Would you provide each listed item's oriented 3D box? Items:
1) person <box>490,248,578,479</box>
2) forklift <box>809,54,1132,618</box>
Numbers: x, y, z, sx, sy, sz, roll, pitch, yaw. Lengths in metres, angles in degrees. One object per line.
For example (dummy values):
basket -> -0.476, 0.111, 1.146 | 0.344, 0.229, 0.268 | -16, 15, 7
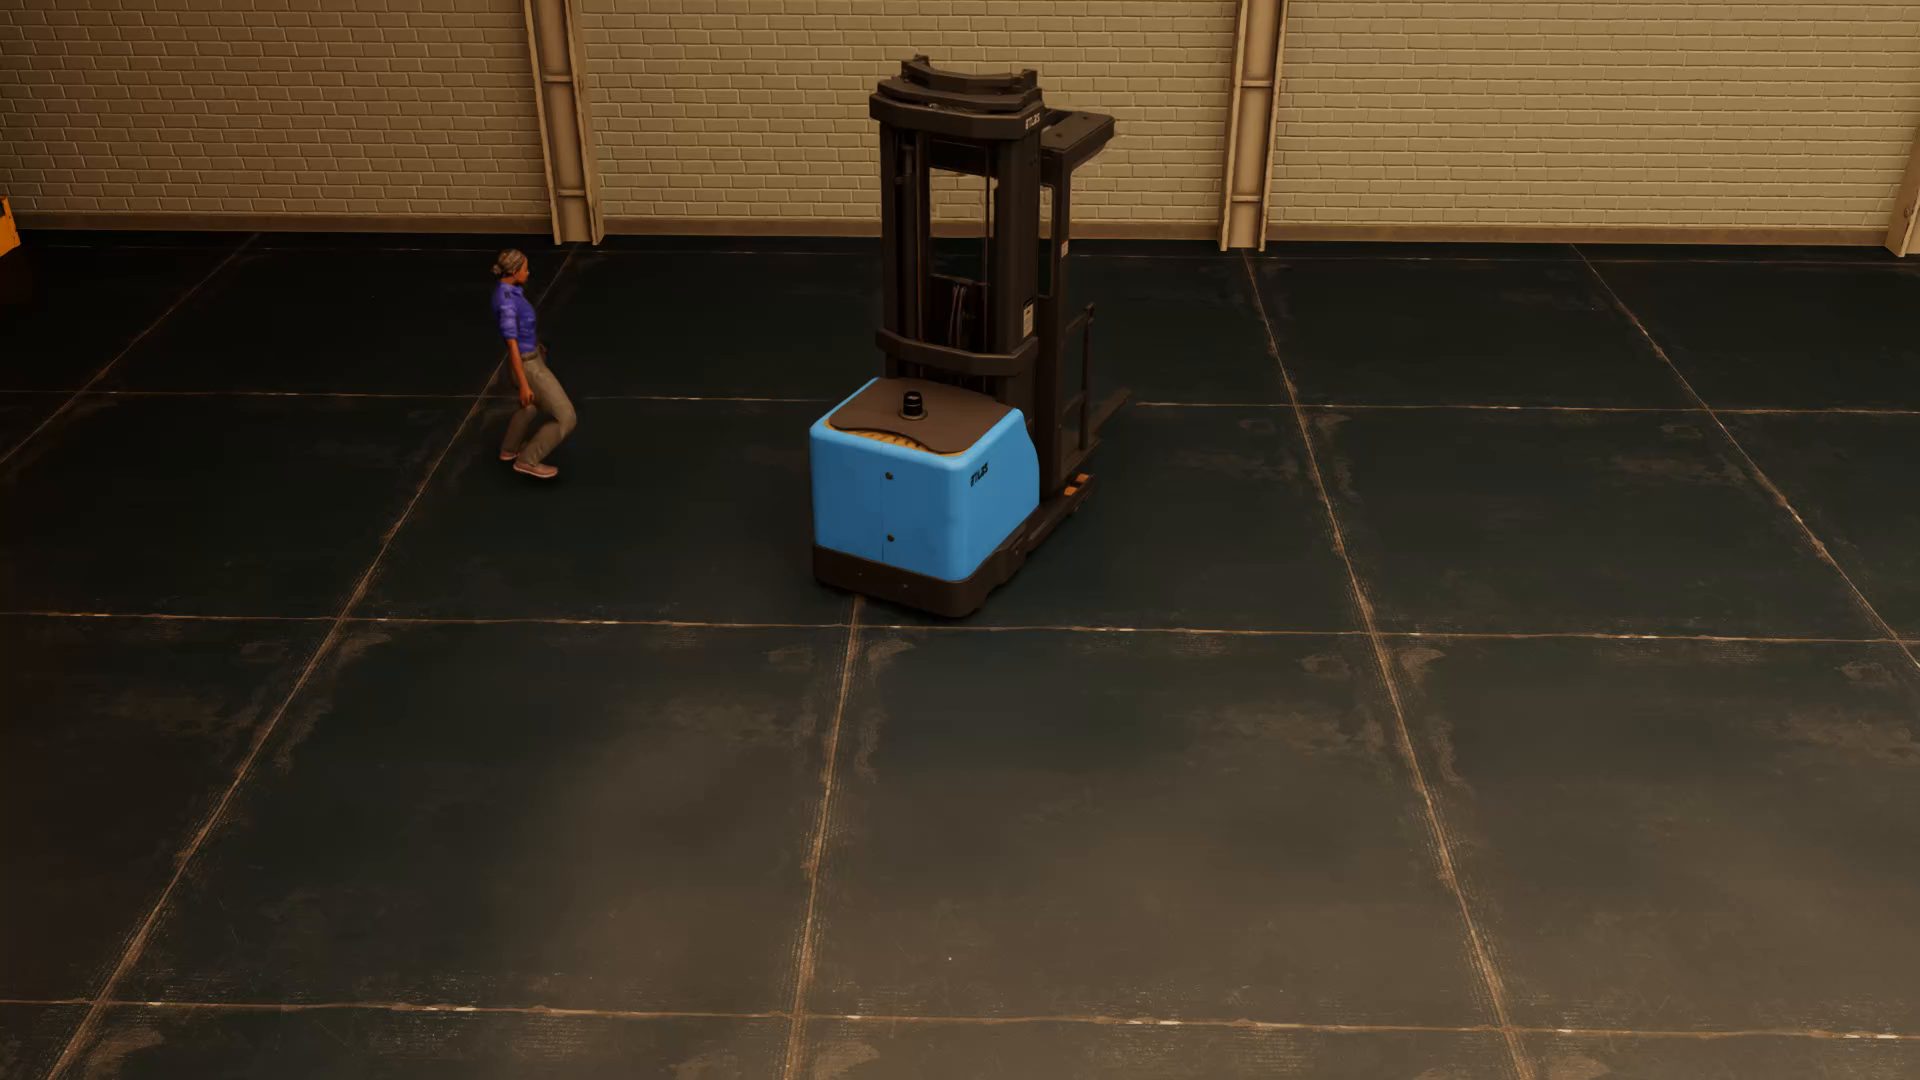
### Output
person -> -2.848, -1.149, 10.938 | 0.542, 1.564, 0.836 | -8, 31, -14
forklift -> 0.238, -1.538, 10.223 | 1.130, 2.935, 3.031 | 15, 34, 23
